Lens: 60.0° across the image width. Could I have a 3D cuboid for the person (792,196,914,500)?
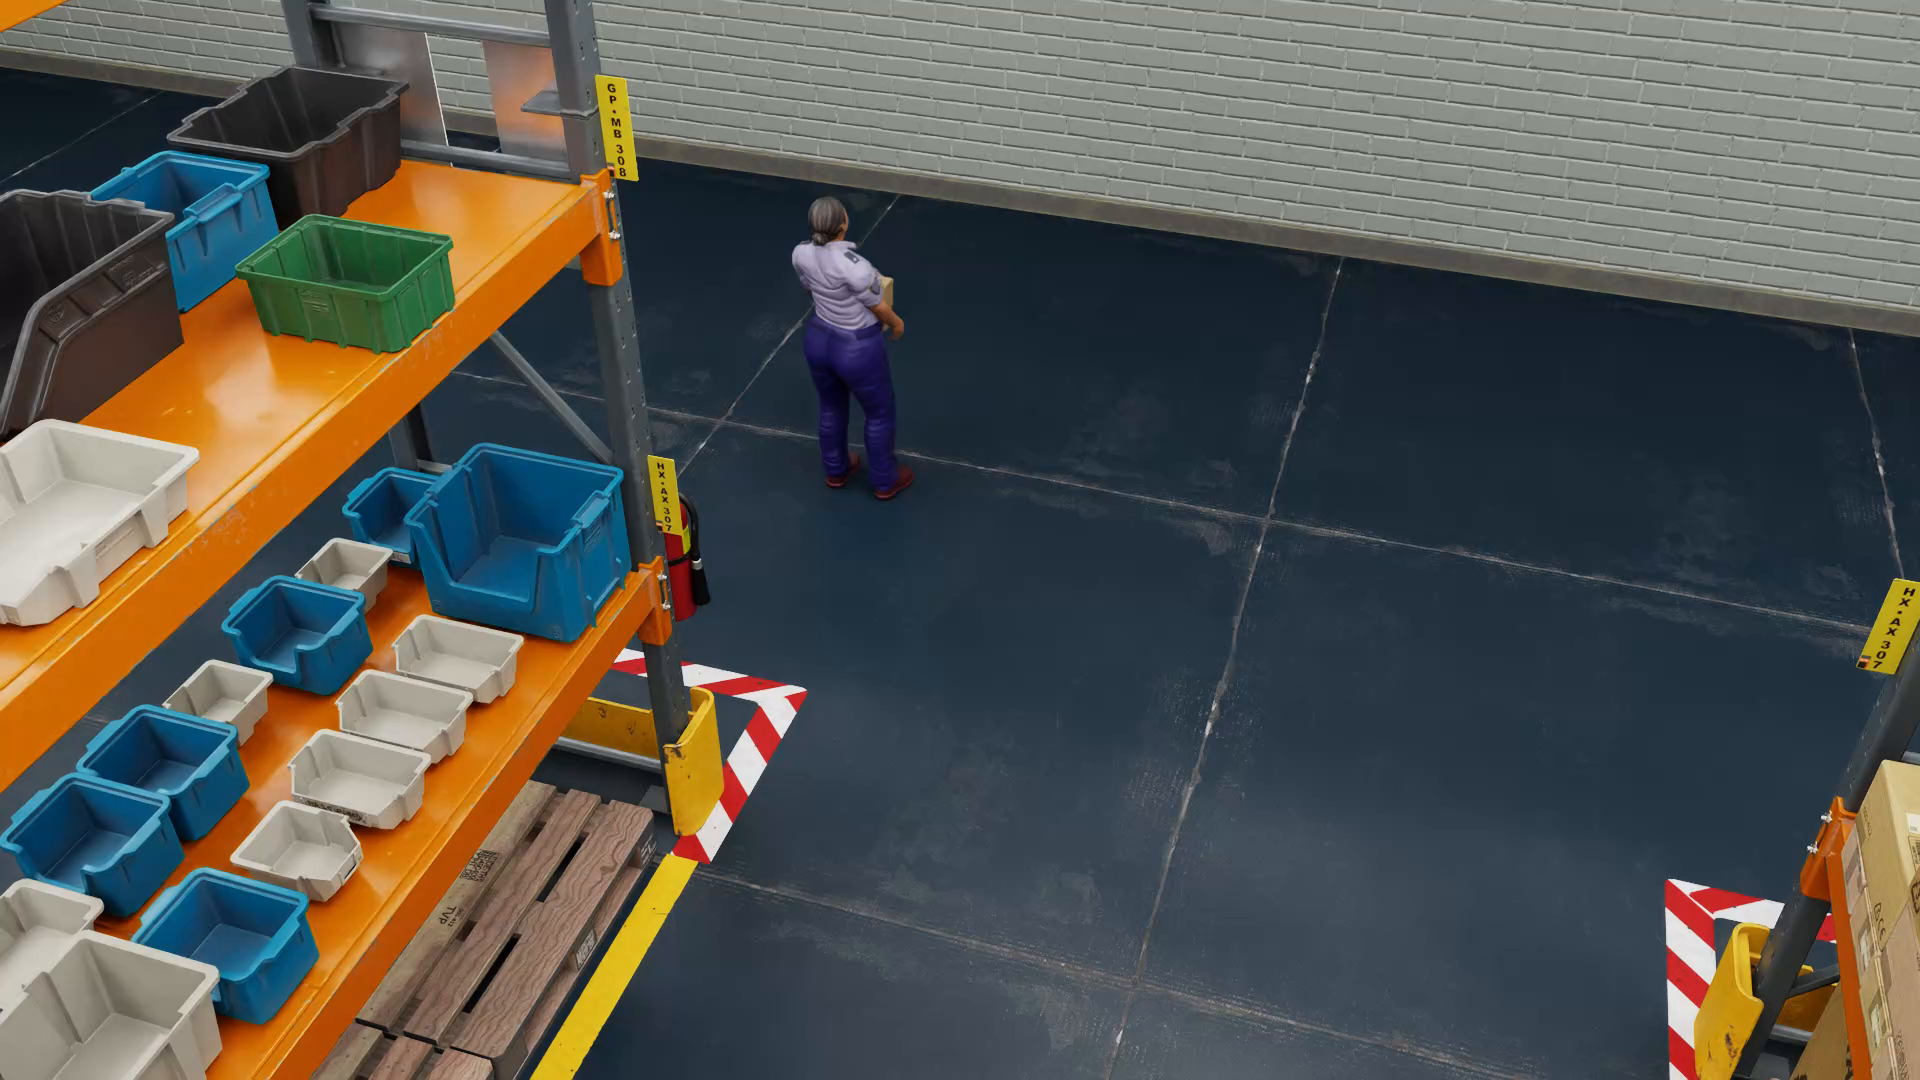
[{"bbox_3d":[-0.520,-0.964,8.167,0.483,1.649,0.486,23,43,27],"label":"person"}]
